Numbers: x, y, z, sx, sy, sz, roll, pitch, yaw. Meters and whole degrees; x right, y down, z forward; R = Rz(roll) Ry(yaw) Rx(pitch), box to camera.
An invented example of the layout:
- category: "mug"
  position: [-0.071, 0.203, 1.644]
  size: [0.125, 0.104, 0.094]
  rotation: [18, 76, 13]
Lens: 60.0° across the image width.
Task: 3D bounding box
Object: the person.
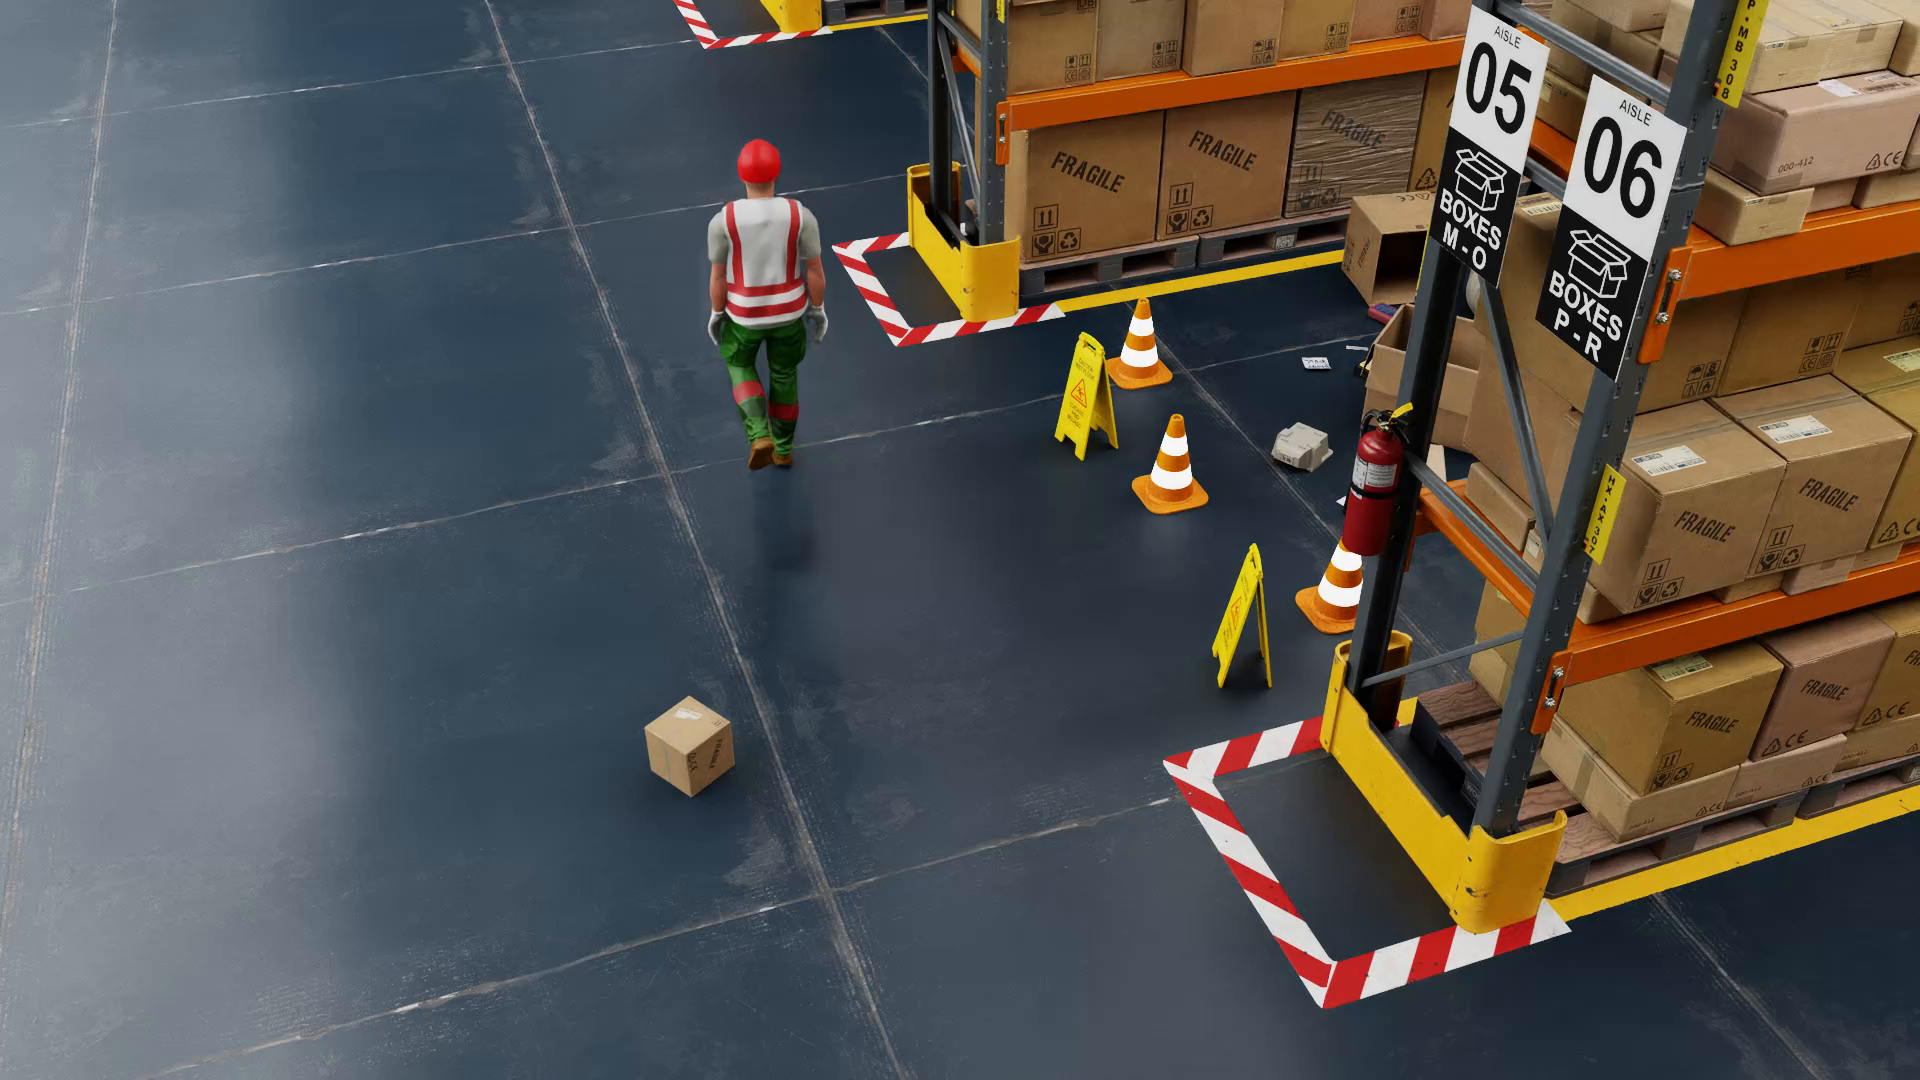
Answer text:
- category: "person"
  position: [-0.945, -1.107, 8.170]
  size: [0.589, 1.781, 0.547]
  rotation: [-7, 38, -9]
